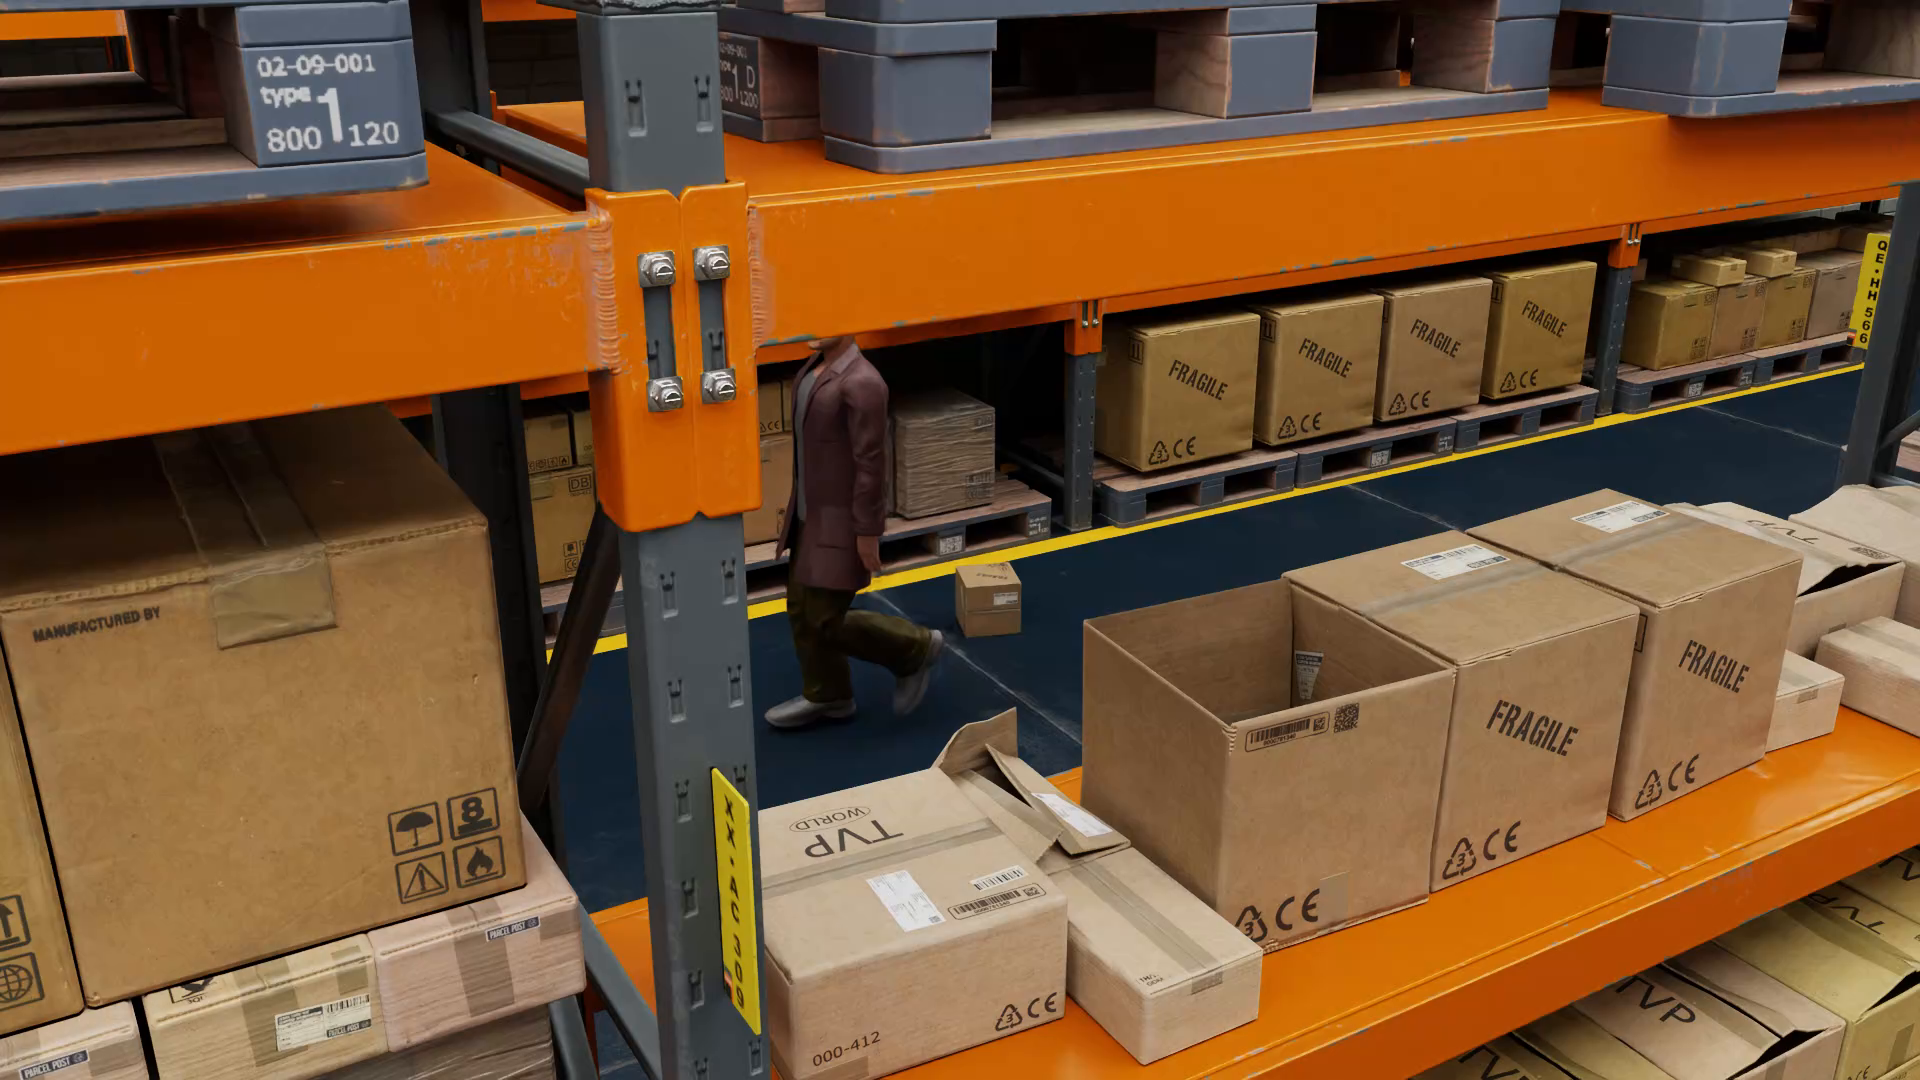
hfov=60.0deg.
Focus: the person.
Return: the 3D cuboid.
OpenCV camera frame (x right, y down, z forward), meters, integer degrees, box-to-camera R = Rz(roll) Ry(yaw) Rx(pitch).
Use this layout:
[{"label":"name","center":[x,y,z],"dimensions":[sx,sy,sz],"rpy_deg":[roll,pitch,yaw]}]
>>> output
[{"label":"person","center":[-0.419,-0.102,6.305],"dimensions":[0.677,1.764,0.586],"rpy_deg":[-10,24,-25]}]
